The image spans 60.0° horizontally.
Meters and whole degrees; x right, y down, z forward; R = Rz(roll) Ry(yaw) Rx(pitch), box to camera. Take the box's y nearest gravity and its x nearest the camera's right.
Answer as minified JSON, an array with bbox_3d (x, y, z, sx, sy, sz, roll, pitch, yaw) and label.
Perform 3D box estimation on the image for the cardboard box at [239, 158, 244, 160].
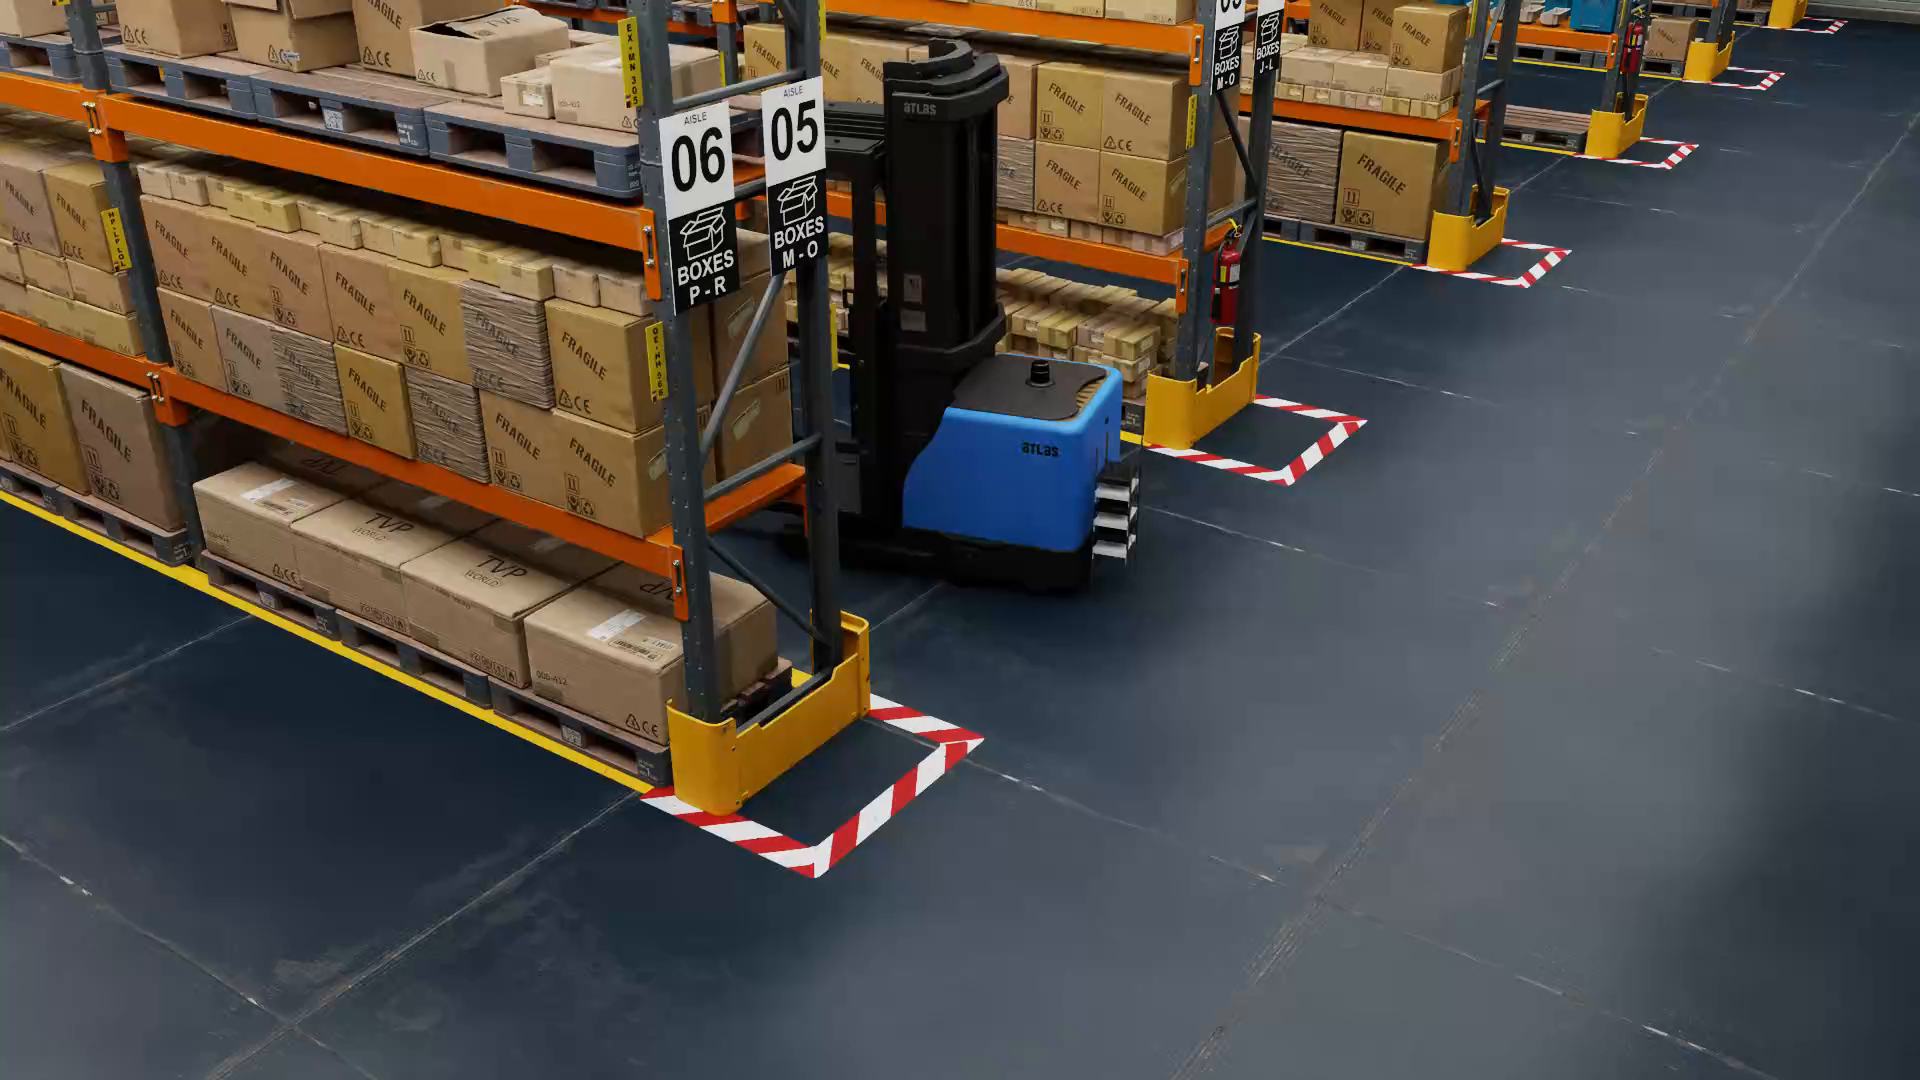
[{"bbox_3d":[-3.788,-2.156,9.251,0.250,0.149,0.380,17,31,29],"label":"cardboard box"}]

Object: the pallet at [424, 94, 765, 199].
[{"bbox_3d":[-1.542,-1.793,7.257,1.213,0.211,1.003,17,32,30],"label":"pallet"}]

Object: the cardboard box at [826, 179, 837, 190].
[{"bbox_3d":[-0.950,-2.819,12.758,0.250,0.149,0.380,16,31,28],"label":"cardboard box"}]

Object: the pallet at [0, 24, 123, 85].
[{"bbox_3d":[-5.006,-2.805,9.358,1.217,0.209,0.805,16,31,28],"label":"pallet"}]

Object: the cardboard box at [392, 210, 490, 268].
[{"bbox_3d":[-2.417,-1.413,7.792,0.250,0.149,0.380,18,32,32],"label":"cardboard box"}]

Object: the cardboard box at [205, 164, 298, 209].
[{"bbox_3d":[-3.654,-1.828,8.607,0.250,0.149,0.380,17,31,30],"label":"cardboard box"}]

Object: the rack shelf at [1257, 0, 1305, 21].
[{"bbox_3d":[2.544,-7.086,21.660,4.000,0.370,1.077,17,32,30],"label":"rack shelf"}]

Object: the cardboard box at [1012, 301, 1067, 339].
[{"bbox_3d":[0.577,-1.604,12.119,0.250,0.149,0.380,16,31,28],"label":"cardboard box"}]

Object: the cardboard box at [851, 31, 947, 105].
[{"bbox_3d":[-0.435,-3.360,12.006,0.500,0.500,0.500,18,32,31],"label":"cardboard box"}]

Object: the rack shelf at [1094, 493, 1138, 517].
[{"bbox_3d":[0.899,-0.202,9.529,0.200,0.077,0.258,9,28,18],"label":"rack shelf"}]

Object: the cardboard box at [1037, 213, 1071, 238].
[{"bbox_3d":[0.743,-2.245,11.632,0.250,0.149,0.380,18,32,32],"label":"cardboard box"}]

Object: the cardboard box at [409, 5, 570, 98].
[{"bbox_3d":[-2.130,-2.241,7.565,0.500,0.311,0.500,18,32,31],"label":"cardboard box"}]

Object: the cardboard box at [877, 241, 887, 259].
[{"bbox_3d":[-0.620,-2.289,13.464,0.250,0.149,0.380,17,32,30],"label":"cardboard box"}]

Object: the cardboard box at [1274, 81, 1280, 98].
[{"bbox_3d":[2.946,-4.263,15.597,0.250,0.149,0.380,18,32,31],"label":"cardboard box"}]

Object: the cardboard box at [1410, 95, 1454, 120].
[{"bbox_3d":[4.206,-3.871,14.826,0.250,0.149,0.380,18,32,31],"label":"cardboard box"}]

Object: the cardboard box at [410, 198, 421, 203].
[{"bbox_3d":[-2.559,-1.746,8.446,0.250,0.149,0.380,17,32,30],"label":"cardboard box"}]

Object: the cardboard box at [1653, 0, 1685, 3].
[{"bbox_3d":[11.638,-9.043,27.005,0.500,0.500,0.700,16,31,29],"label":"cardboard box"}]

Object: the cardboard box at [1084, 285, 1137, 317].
[{"bbox_3d":[1.124,-1.768,12.440,0.250,0.149,0.380,17,32,30],"label":"cardboard box"}]

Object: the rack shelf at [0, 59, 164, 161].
[{"bbox_3d":[-5.871,-2.866,10.061,4.000,0.370,1.077,17,32,30],"label":"rack shelf"}]

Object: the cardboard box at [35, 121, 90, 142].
[{"bbox_3d":[-5.269,-2.297,10.244,0.500,0.500,0.500,16,31,29],"label":"cardboard box"}]

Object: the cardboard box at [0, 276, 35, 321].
[{"bbox_3d":[-5.559,-1.559,10.171,0.500,0.250,0.500,16,31,29],"label":"cardboard box"}]

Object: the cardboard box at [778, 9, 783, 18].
[{"bbox_3d":[-1.662,-5.887,18.400,0.500,0.500,0.500,18,32,32],"label":"cardboard box"}]

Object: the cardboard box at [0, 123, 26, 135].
[{"bbox_3d":[-6.005,-2.243,10.137,0.500,0.500,0.500,18,32,31],"label":"cardboard box"}]

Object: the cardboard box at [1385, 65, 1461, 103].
[{"bbox_3d":[4.136,-4.105,14.847,0.500,0.250,0.500,17,31,30],"label":"cardboard box"}]

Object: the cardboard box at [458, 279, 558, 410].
[{"bbox_3d":[-1.904,-0.958,7.612,0.500,0.500,0.500,17,32,30],"label":"cardboard box"}]

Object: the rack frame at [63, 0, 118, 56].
[{"bbox_3d":[-4.222,-4.010,8.208,0.127,3.000,1.000,17,32,30],"label":"rack frame"}]

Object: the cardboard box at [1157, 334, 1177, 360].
[{"bbox_3d":[1.508,-1.466,12.175,0.250,0.149,0.380,19,32,32],"label":"cardboard box"}]

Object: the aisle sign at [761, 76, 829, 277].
[{"bbox_3d":[-0.701,-1.558,7.138,0.004,0.787,0.394,17,32,30],"label":"aisle sign"}]

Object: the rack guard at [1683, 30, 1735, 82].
[{"bbox_3d":[10.235,-6.622,22.712,0.348,0.500,1.175,17,32,30],"label":"rack guard"}]

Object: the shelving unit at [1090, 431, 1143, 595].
[{"bbox_3d":[0.899,-0.151,9.555,0.210,0.900,0.258,9,28,18],"label":"shelving unit"}]

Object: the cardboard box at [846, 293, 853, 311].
[{"bbox_3d":[-0.684,-1.899,13.026,0.250,0.149,0.380,16,31,28],"label":"cardboard box"}]

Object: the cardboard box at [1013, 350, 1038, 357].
[{"bbox_3d":[0.593,-1.346,12.269,0.250,0.149,0.380,18,32,31],"label":"cardboard box"}]

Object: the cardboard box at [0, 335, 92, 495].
[{"bbox_3d":[-5.527,-0.935,10.660,0.875,0.875,0.875,18,32,32],"label":"cardboard box"}]

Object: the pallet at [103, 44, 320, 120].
[{"bbox_3d":[-3.553,-2.420,8.488,1.213,0.211,1.003,17,32,30],"label":"pallet"}]

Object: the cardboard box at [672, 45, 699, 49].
[{"bbox_3d":[-2.426,-4.093,14.144,0.250,0.149,0.380,17,32,30],"label":"cardboard box"}]

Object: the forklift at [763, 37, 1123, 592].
[{"bbox_3d":[-0.588,-1.403,9.774,3.031,2.935,1.130,9,28,18],"label":"forklift"}]

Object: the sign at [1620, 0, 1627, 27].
[{"bbox_3d":[7.192,-5.729,18.020,0.005,0.325,0.100,17,32,30],"label":"sign"}]

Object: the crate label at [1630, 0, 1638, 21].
[{"bbox_3d":[7.473,-6.005,18.860,0.303,0.233,0.416,17,32,30],"label":"crate label"}]

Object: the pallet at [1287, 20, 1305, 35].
[{"bbox_3d":[5.299,-8.009,25.755,1.213,0.211,1.003,17,32,30],"label":"pallet"}]

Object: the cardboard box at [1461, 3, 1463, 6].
[{"bbox_3d":[7.631,-7.786,24.513,0.500,0.500,0.500,17,32,30],"label":"cardboard box"}]

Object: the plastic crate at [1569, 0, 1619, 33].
[{"bbox_3d":[7.108,-5.925,18.480,0.499,0.435,0.616,17,32,30],"label":"plastic crate"}]

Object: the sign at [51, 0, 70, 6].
[{"bbox_3d":[-4.521,-2.839,8.297,0.005,0.325,0.100,17,32,30],"label":"sign"}]

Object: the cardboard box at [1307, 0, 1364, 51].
[{"bbox_3d":[3.601,-4.898,15.577,0.500,0.500,0.500,16,31,29],"label":"cardboard box"}]

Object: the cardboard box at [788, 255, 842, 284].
[{"bbox_3d":[-1.143,-2.136,13.164,0.250,0.149,0.380,19,33,33],"label":"cardboard box"}]

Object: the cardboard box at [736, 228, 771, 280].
[{"bbox_3d":[-1.061,-1.283,7.537,0.250,0.149,0.380,18,32,31],"label":"cardboard box"}]

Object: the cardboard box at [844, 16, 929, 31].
[{"bbox_3d":[-0.533,-3.685,12.644,0.500,0.500,0.500,16,31,29],"label":"cardboard box"}]

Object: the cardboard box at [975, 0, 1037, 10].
[{"bbox_3d":[0.444,-3.734,11.139,0.500,0.250,0.500,19,33,32],"label":"cardboard box"}]

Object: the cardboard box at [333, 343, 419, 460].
[{"bbox_3d":[-2.740,-0.770,8.345,0.500,0.500,0.500,18,32,32],"label":"cardboard box"}]

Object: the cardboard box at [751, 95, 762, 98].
[{"bbox_3d":[-1.237,-3.169,12.731,0.500,0.500,0.500,17,31,29],"label":"cardboard box"}]
